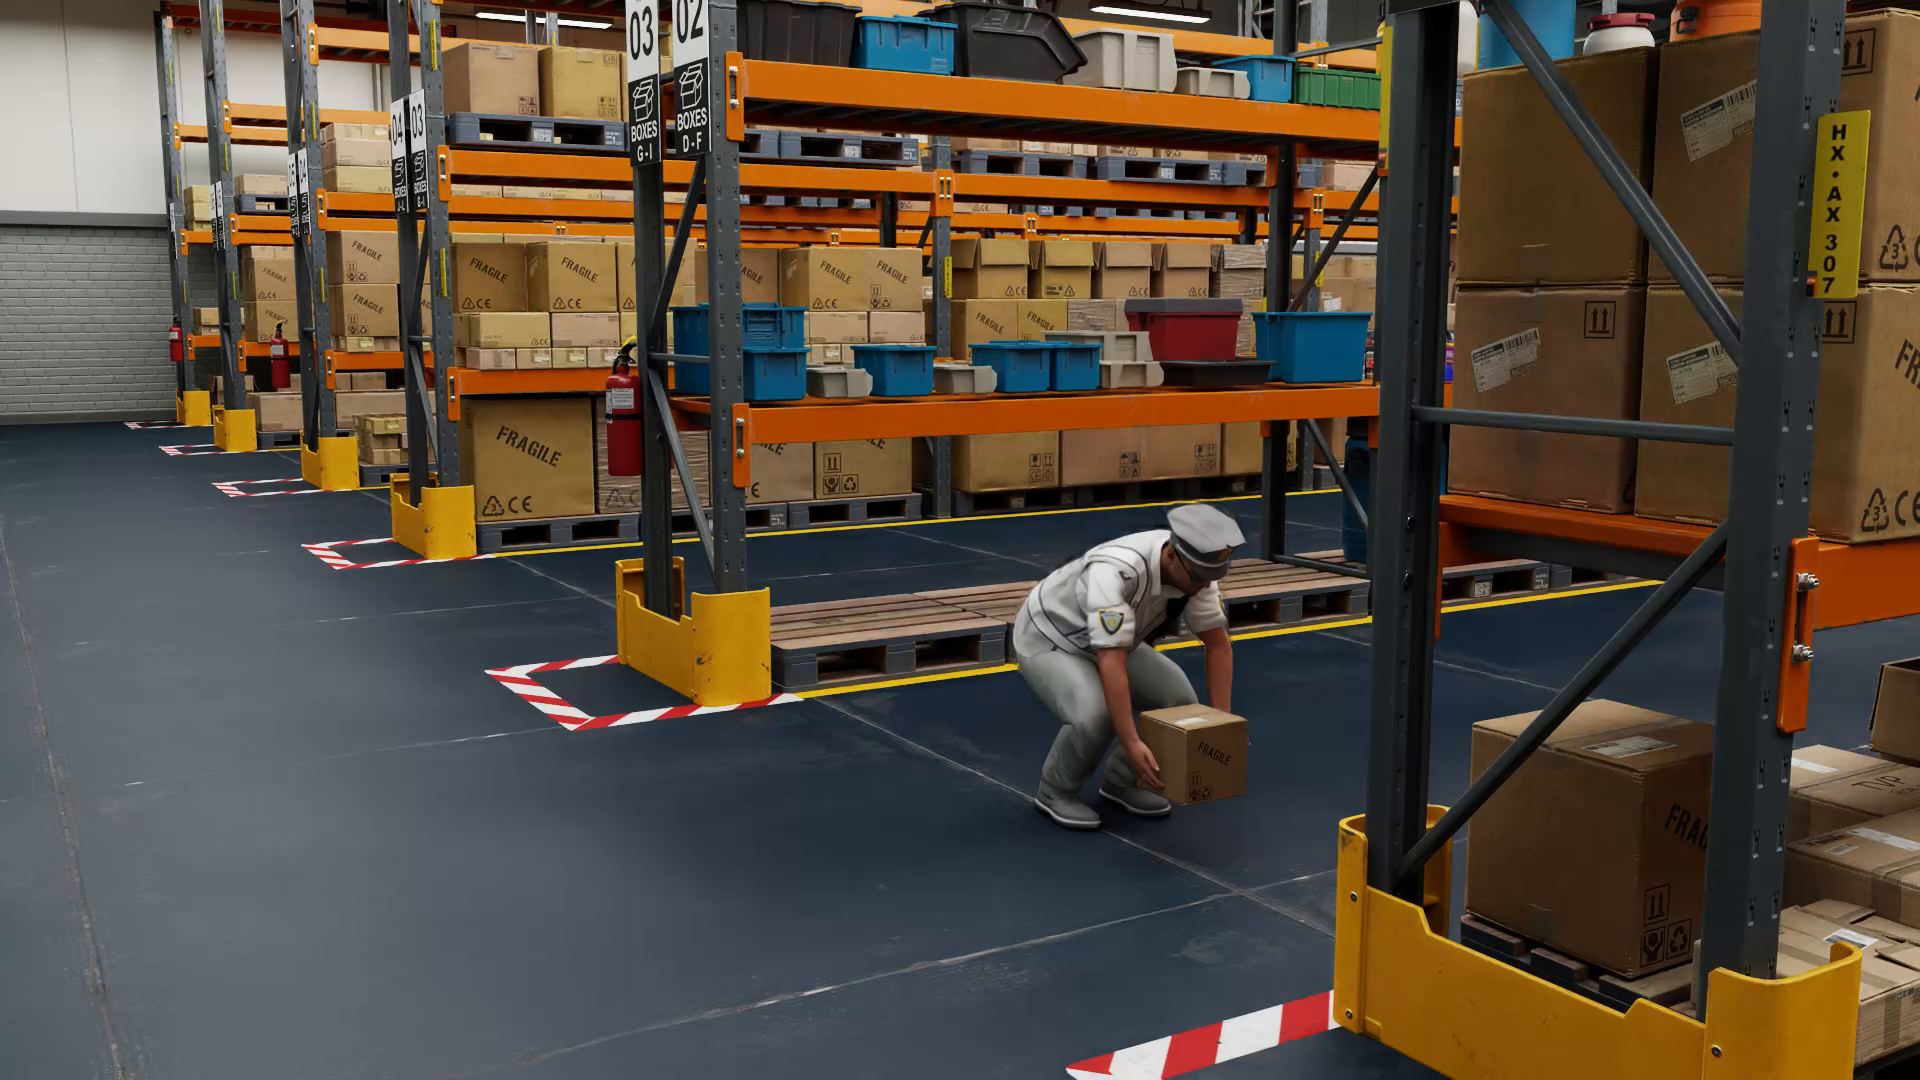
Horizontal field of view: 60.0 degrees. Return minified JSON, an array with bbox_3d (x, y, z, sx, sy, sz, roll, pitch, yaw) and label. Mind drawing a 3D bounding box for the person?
[{"bbox_3d":[0.583,0.415,5.658,0.575,1.115,0.912,-5,9,-31],"label":"person"}]
